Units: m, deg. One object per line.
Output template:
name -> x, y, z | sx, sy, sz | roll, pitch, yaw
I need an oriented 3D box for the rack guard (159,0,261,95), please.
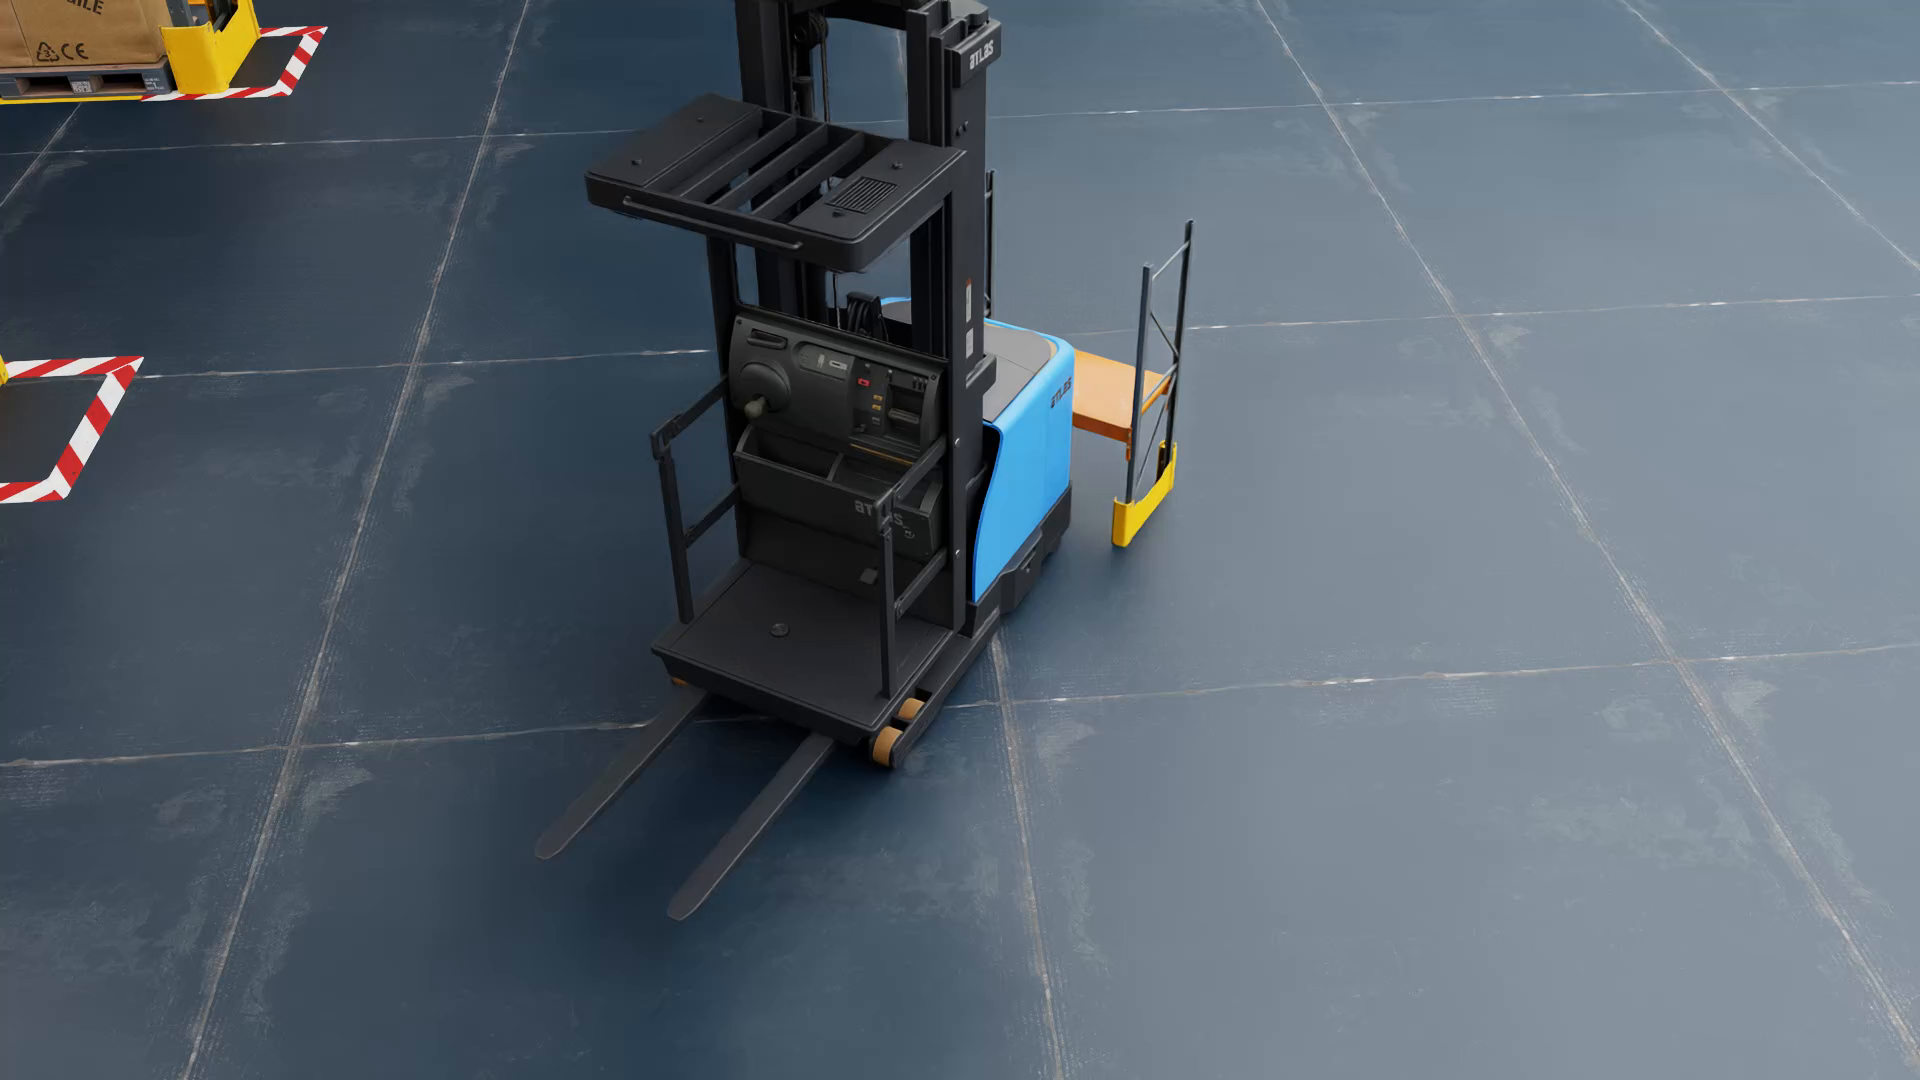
rack guard -> -5.635, -3.836, 12.530 | 0.348, 0.500, 1.175 | -3, 38, -4

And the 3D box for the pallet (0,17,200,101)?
pallet -> -6.449, -3.629, 12.501 | 1.213, 0.211, 1.003 | -3, 38, -4

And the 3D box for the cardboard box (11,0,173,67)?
cardboard box -> -6.329, -4.068, 12.183 | 0.875, 0.875, 0.875 | -3, 38, -4

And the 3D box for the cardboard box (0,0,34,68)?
cardboard box -> -7.205, -4.019, 12.120 | 0.875, 0.875, 0.875 | -4, 38, -5

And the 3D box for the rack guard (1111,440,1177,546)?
rack guard -> 0.906, -0.233, 8.165 | 0.087, 0.250, 0.587 | 19, 42, 23

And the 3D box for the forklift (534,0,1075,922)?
forklift -> -0.598, -0.531, 6.379 | 1.130, 2.935, 3.031 | 18, 42, 21

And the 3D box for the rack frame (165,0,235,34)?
rack frame -> -5.659, -4.816, 11.754 | 0.127, 3.000, 1.000 | -3, 38, -4

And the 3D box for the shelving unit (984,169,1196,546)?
shelving unit -> 0.473, -0.876, 7.971 | 1.083, 1.500, 0.587 | 19, 42, 23

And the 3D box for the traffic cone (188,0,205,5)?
traffic cone -> -6.314, -4.667, 13.613 | 0.334, 0.463, 0.336 | -3, 38, -4

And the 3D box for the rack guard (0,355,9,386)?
rack guard -> -5.396, -0.764, 8.637 | 0.348, 0.500, 1.175 | -3, 38, -4

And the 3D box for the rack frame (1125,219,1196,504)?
rack frame -> 0.923, -0.718, 7.771 | 0.032, 1.500, 0.500 | 19, 42, 23

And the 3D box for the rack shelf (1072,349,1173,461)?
rack shelf -> 0.481, -0.732, 8.079 | 1.000, 0.185, 0.538 | 19, 42, 23

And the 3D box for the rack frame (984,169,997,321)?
rack frame -> 0.039, -1.029, 8.165 | 0.032, 1.500, 0.500 | 19, 42, 23
